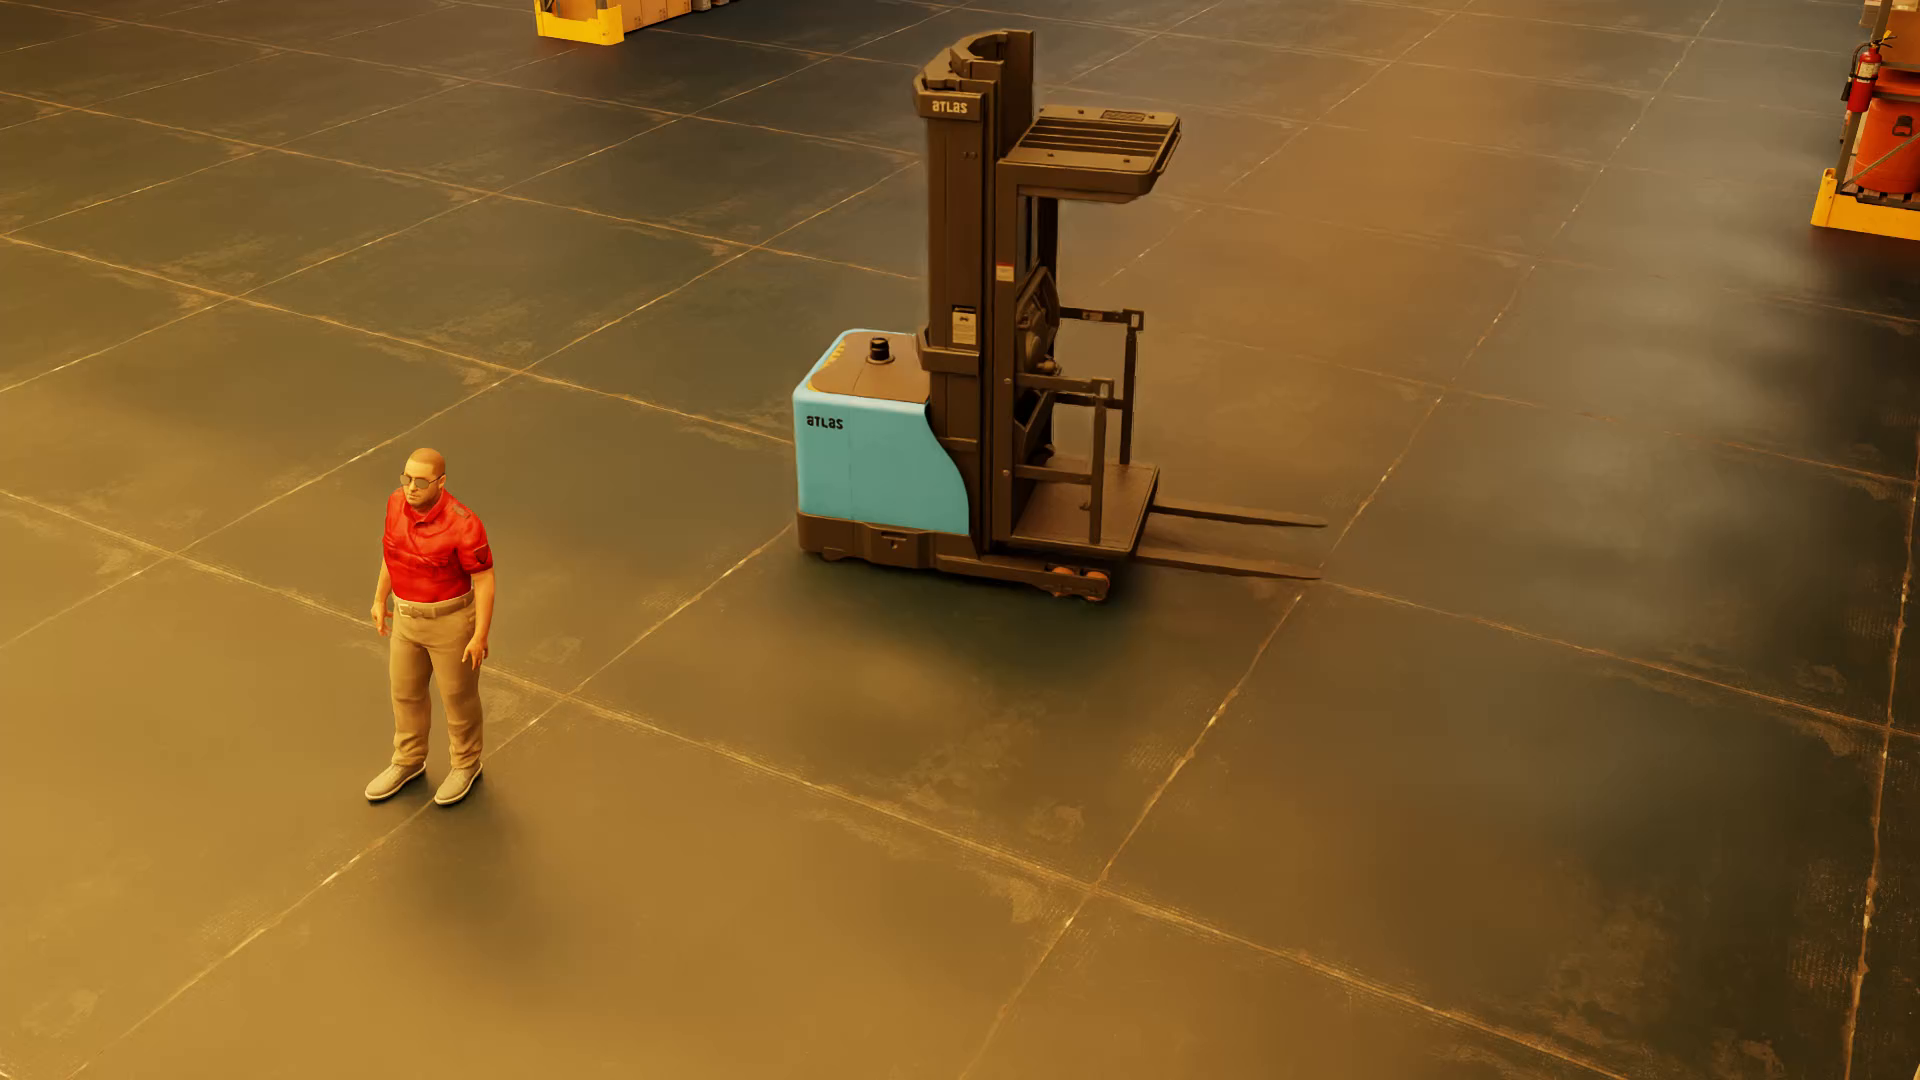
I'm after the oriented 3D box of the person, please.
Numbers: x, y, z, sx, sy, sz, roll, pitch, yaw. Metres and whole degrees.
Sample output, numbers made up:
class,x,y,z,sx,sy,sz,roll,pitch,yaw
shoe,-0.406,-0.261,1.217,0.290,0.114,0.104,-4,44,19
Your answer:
class,x,y,z,sx,sy,sz,roll,pitch,yaw
person,-2.437,0.417,7.536,0.640,1.727,0.551,13,32,21

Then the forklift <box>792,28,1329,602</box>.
class,x,y,z,sx,sy,sz,roll,pitch,yaw
forklift,0.616,-1.216,9.178,3.031,2.935,1.130,7,31,13
